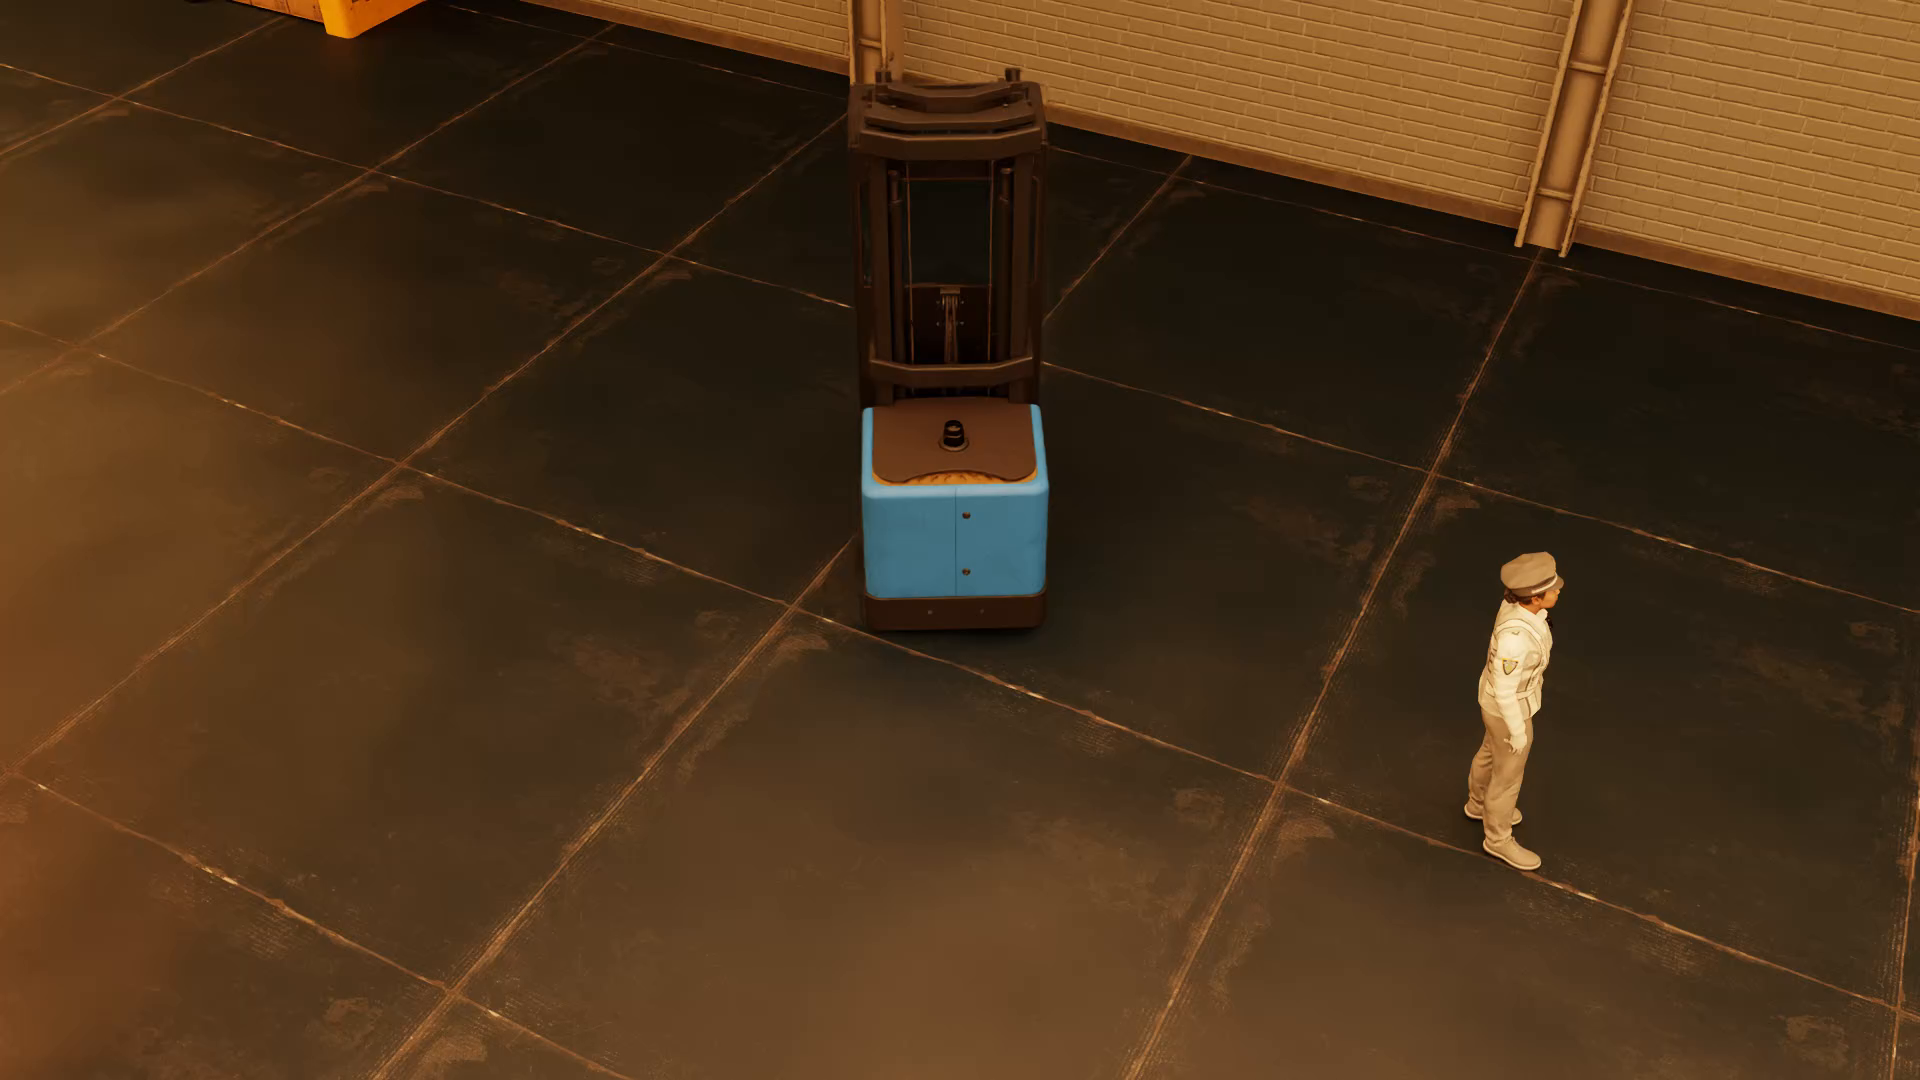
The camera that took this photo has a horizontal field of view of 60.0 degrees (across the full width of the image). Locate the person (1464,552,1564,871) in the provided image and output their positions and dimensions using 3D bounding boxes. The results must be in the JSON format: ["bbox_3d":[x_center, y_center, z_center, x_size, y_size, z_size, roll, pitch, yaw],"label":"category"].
[{"bbox_3d":[2.720,0.786,8.002,0.529,1.693,0.587,12,42,14],"label":"person"}]

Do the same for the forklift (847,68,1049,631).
[{"bbox_3d":[-0.074,-1.530,9.803,1.130,2.935,3.031,-1,40,-1],"label":"forklift"}]
